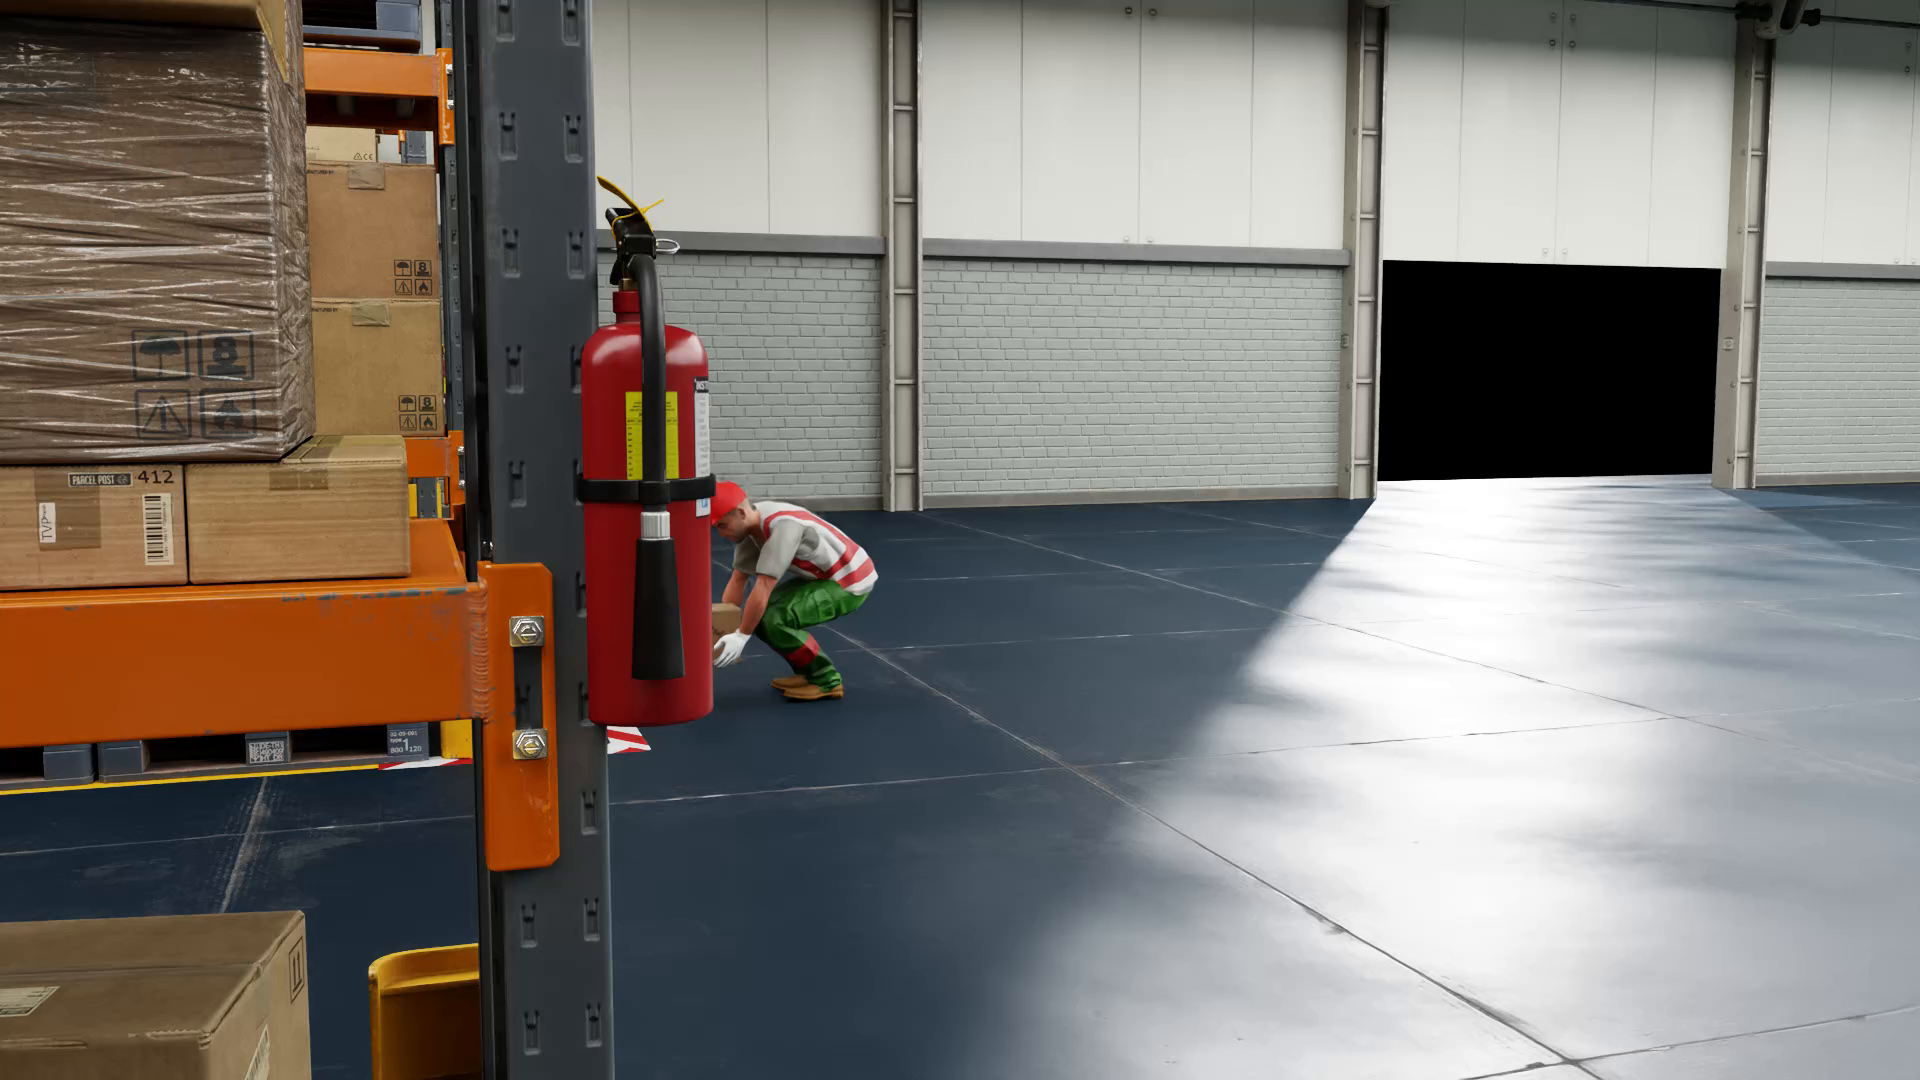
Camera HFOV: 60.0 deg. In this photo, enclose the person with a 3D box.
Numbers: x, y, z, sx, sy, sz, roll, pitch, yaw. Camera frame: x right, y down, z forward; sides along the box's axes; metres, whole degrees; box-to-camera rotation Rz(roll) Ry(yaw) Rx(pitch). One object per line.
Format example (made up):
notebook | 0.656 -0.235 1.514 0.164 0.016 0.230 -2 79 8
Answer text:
person | -0.825 0.238 7.984 0.868 1.056 0.575 -2 6 -19
